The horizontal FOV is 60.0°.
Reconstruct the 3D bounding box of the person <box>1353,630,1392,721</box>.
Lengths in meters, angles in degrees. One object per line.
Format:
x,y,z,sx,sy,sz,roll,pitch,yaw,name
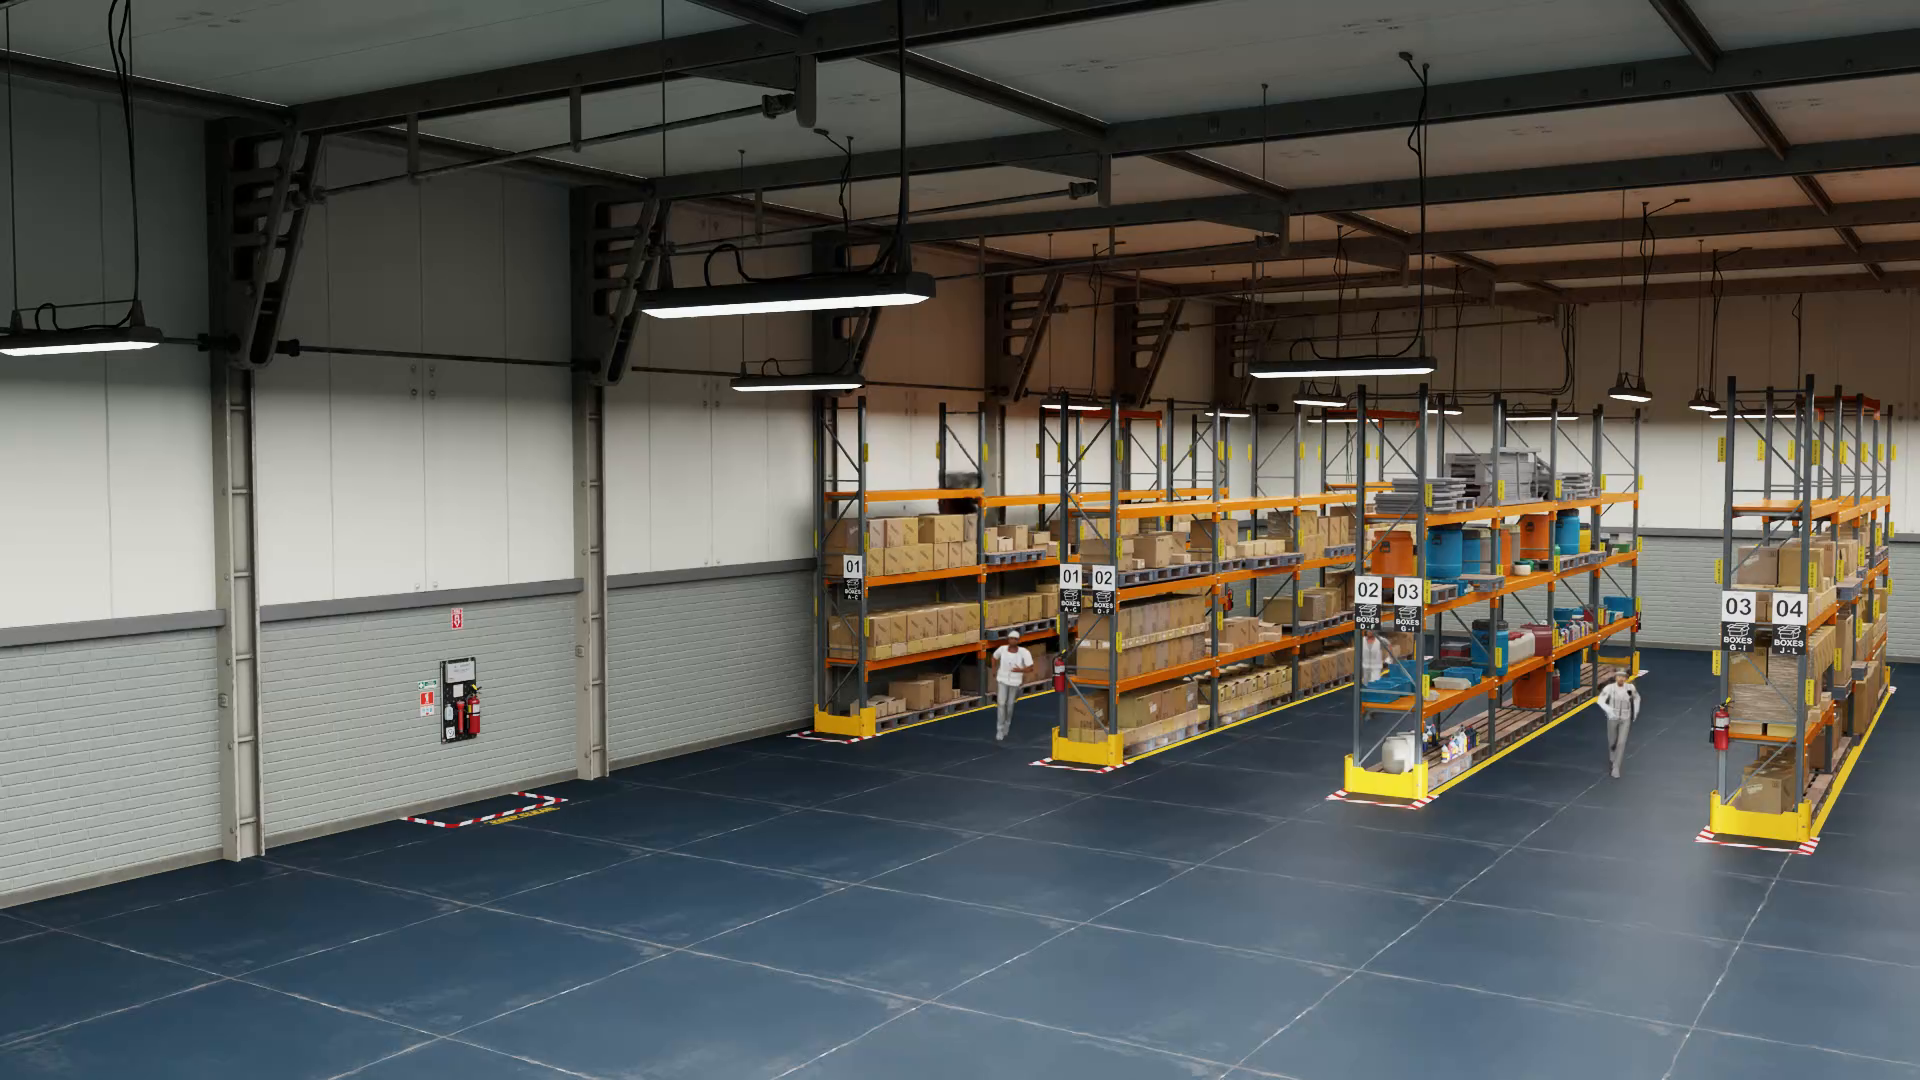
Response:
7.784,2.474,31.432,0.692,1.831,0.944,1,3,26,person

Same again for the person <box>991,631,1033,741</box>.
0.866,2.407,27.758,0.722,1.806,0.880,0,3,5,person

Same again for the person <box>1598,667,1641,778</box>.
10.304,2.807,26.006,0.640,1.686,0.913,1,3,17,person
